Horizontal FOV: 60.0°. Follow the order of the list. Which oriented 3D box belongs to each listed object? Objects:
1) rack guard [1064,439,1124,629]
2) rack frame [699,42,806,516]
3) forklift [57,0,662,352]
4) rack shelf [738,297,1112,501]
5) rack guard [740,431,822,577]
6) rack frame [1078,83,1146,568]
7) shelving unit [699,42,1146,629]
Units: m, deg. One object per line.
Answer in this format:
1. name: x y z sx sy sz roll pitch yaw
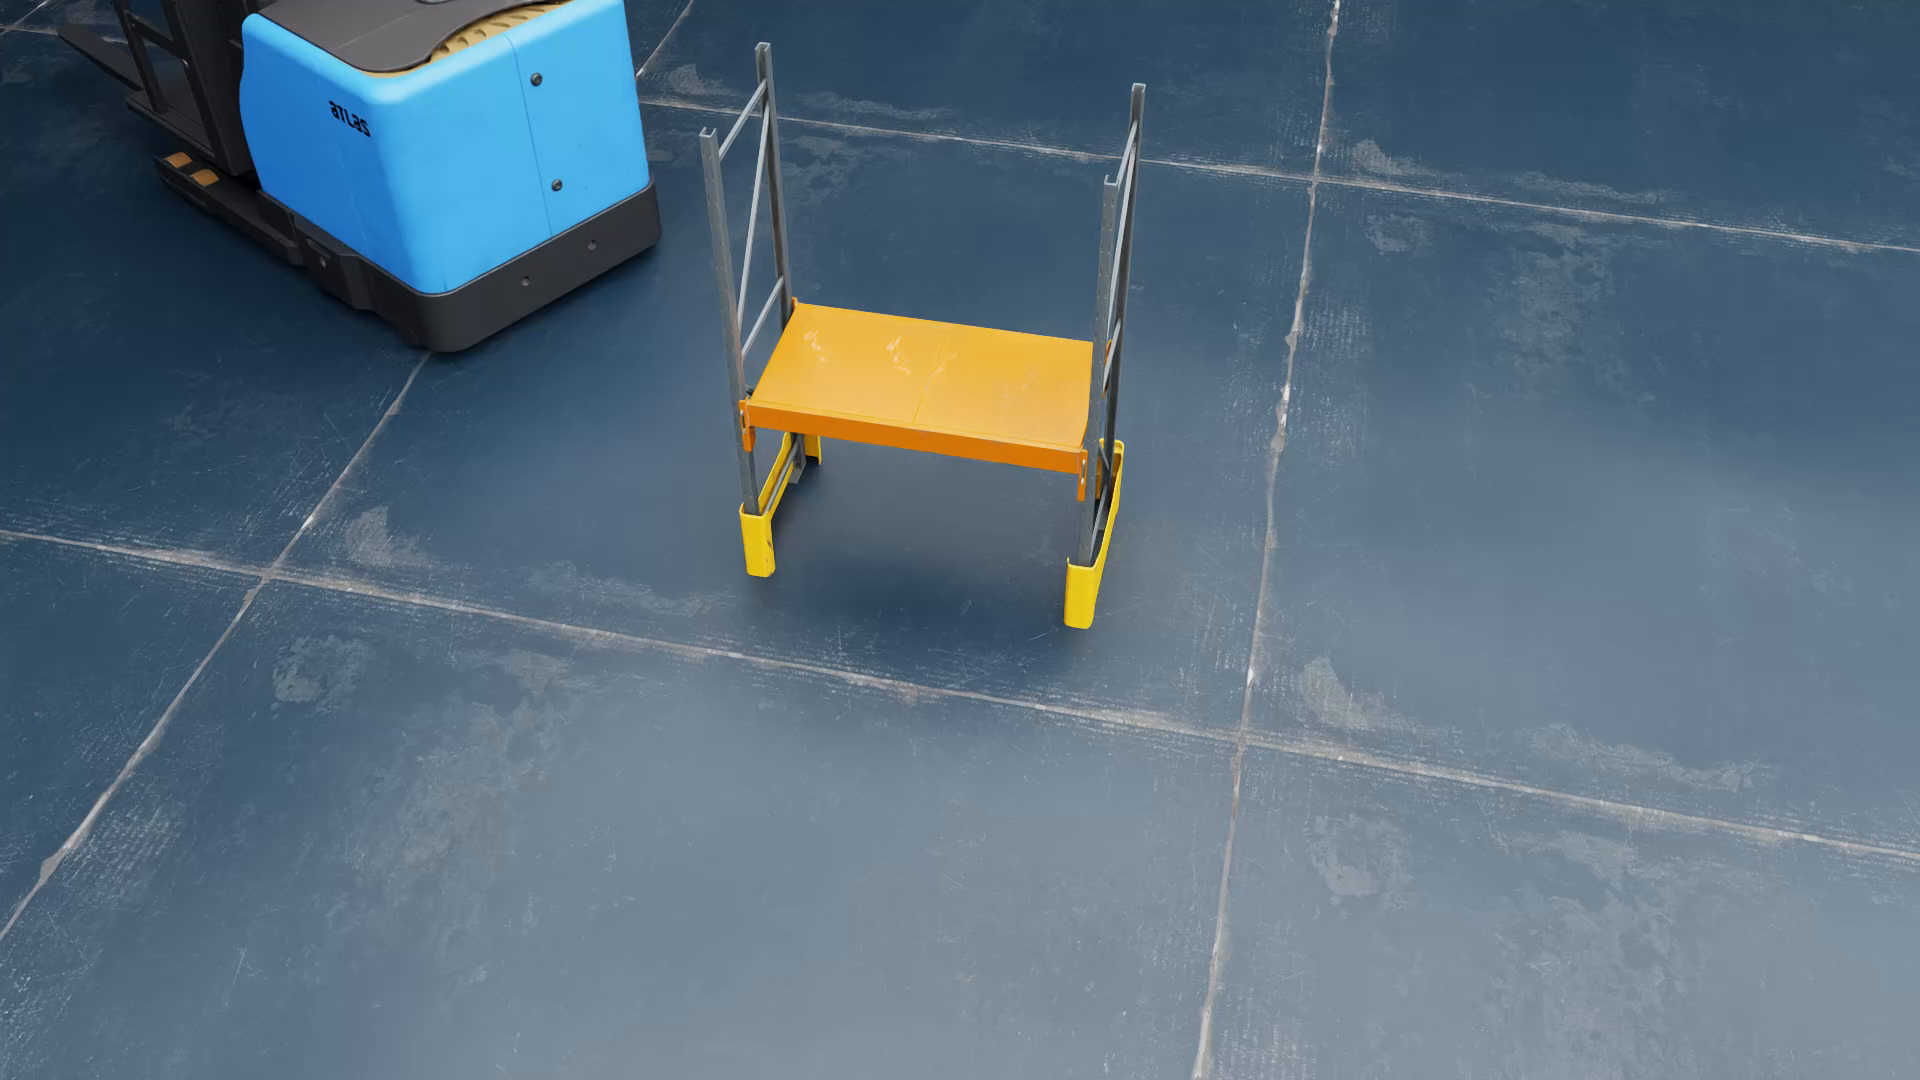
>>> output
1. rack guard: 0.412 -0.026 5.097 0.087 0.250 0.587 9 45 9
2. rack frame: -0.579 -0.630 4.823 0.032 1.500 0.500 9 45 9
3. forklift: -2.579 -2.599 5.836 3.031 2.935 1.130 31 52 28
4. rack shelf: -0.083 -0.424 4.868 1.000 0.185 0.538 9 45 9
5. rack guard: -0.560 -0.177 5.254 0.087 0.250 0.587 9 45 9
6. rack frame: 0.413 -0.476 4.663 0.032 1.500 0.500 9 45 9
7. shelving unit: -0.074 -0.552 4.742 1.083 1.500 0.587 9 45 9
